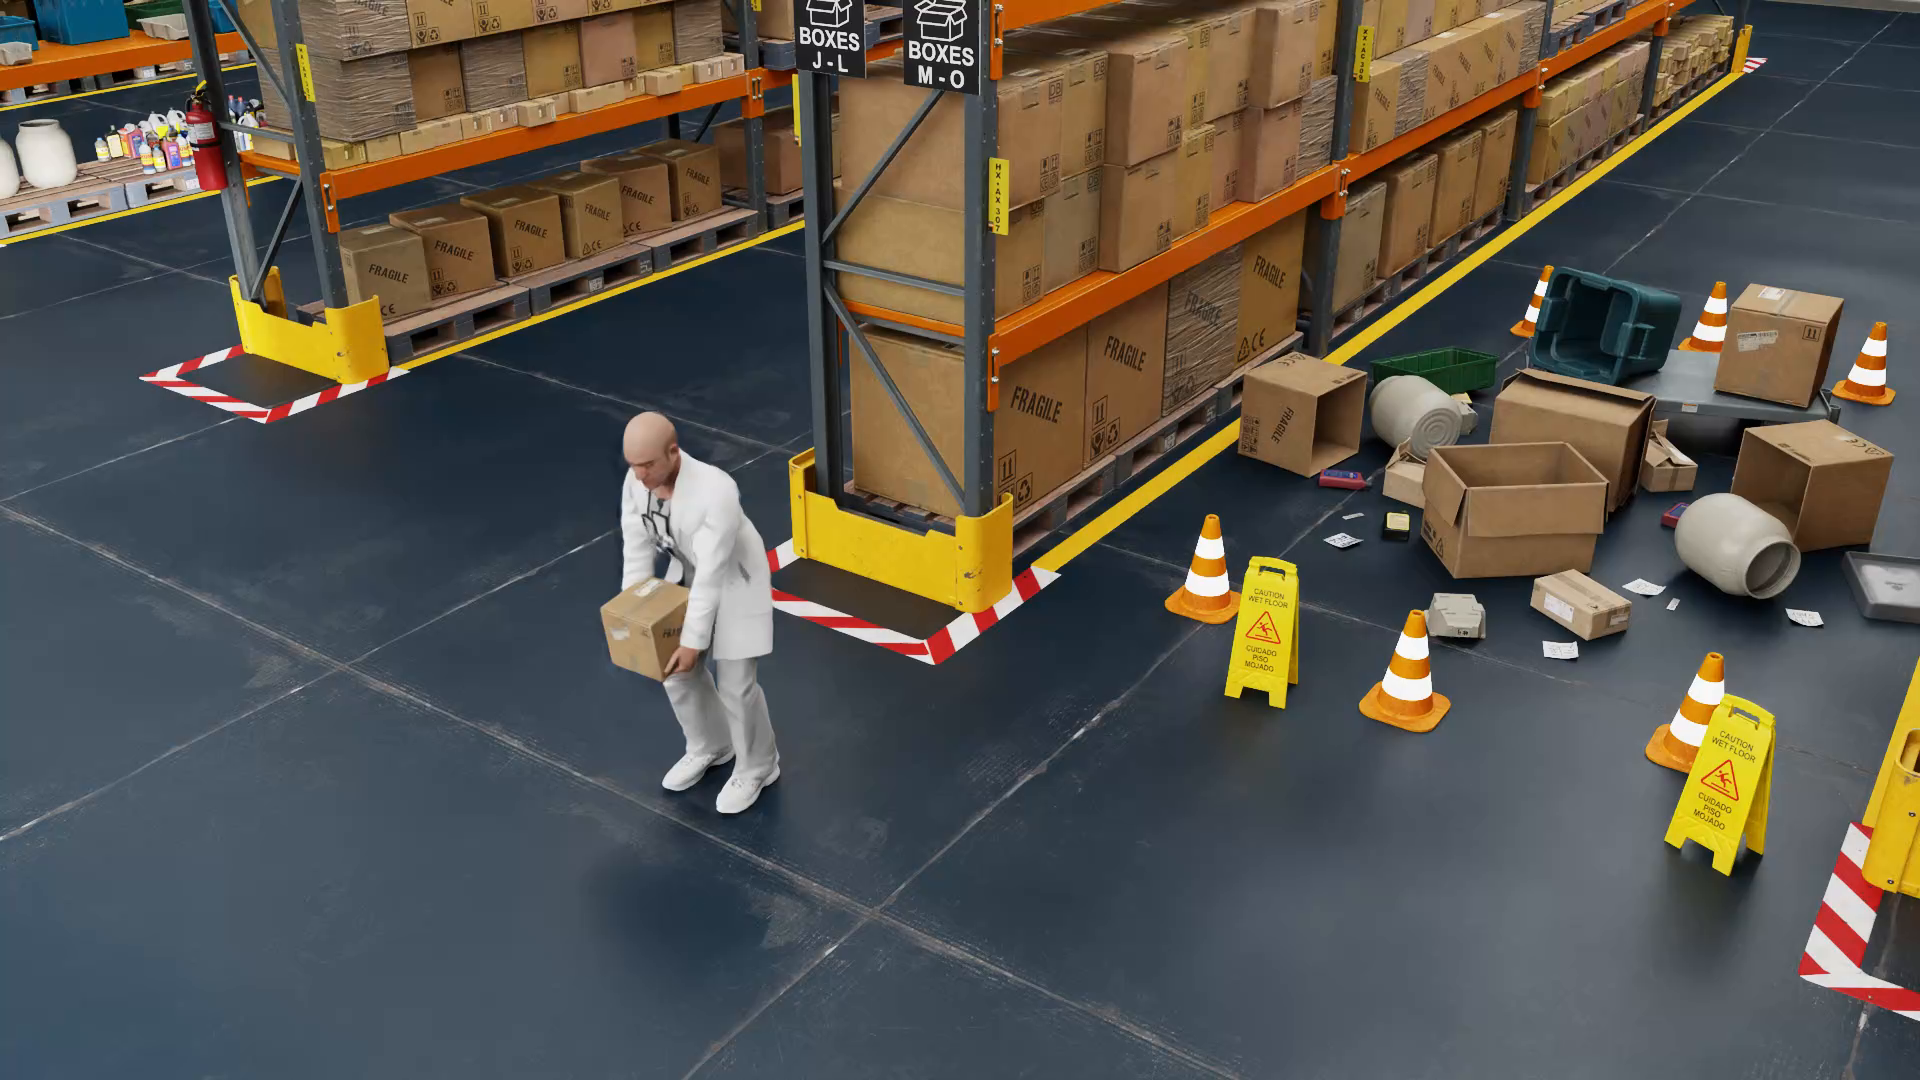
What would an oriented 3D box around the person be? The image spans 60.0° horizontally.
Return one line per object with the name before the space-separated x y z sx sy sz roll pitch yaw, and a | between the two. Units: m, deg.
person | -0.996 0.253 6.233 0.544 1.690 0.630 16 31 30
